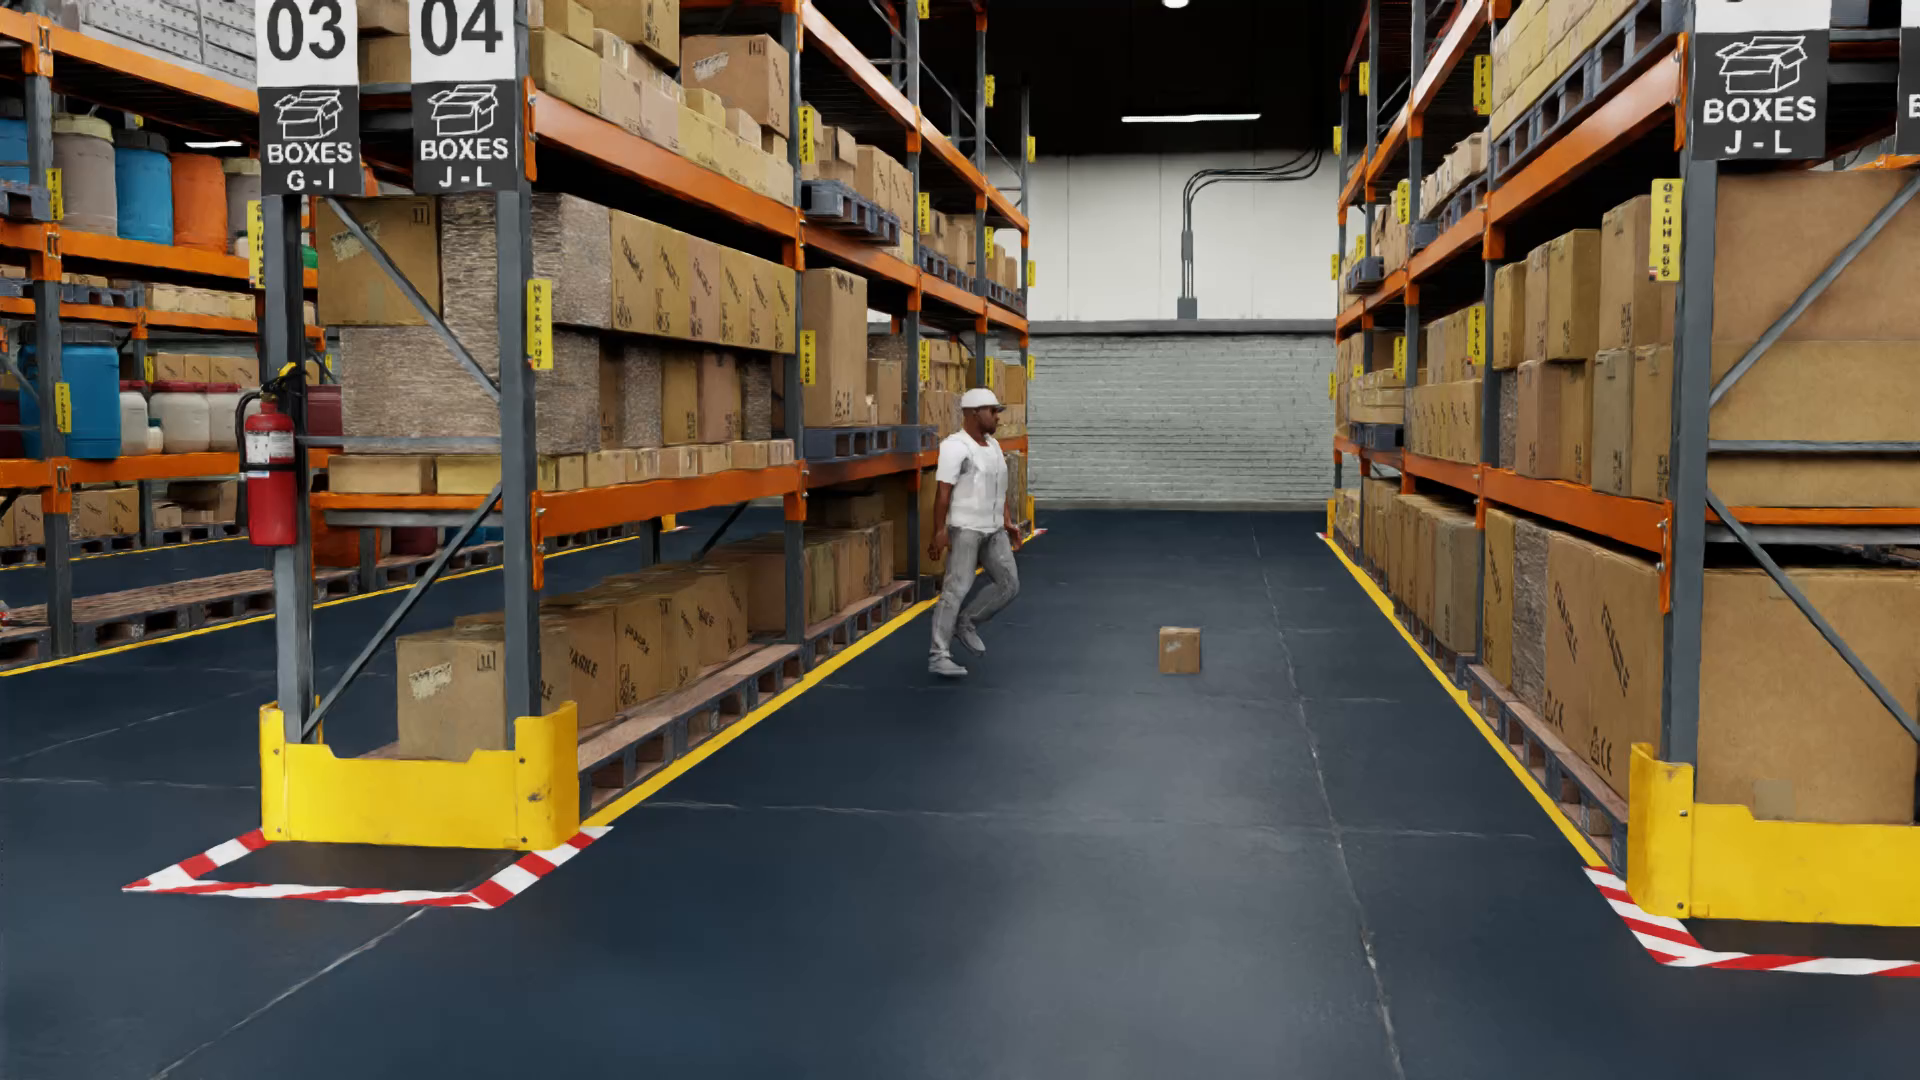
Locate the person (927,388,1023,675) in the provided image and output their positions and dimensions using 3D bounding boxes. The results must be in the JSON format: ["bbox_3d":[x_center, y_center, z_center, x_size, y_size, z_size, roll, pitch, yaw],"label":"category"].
[{"bbox_3d":[0.052,-0.065,10.270,0.523,1.743,0.689,3,5,33],"label":"person"}]
